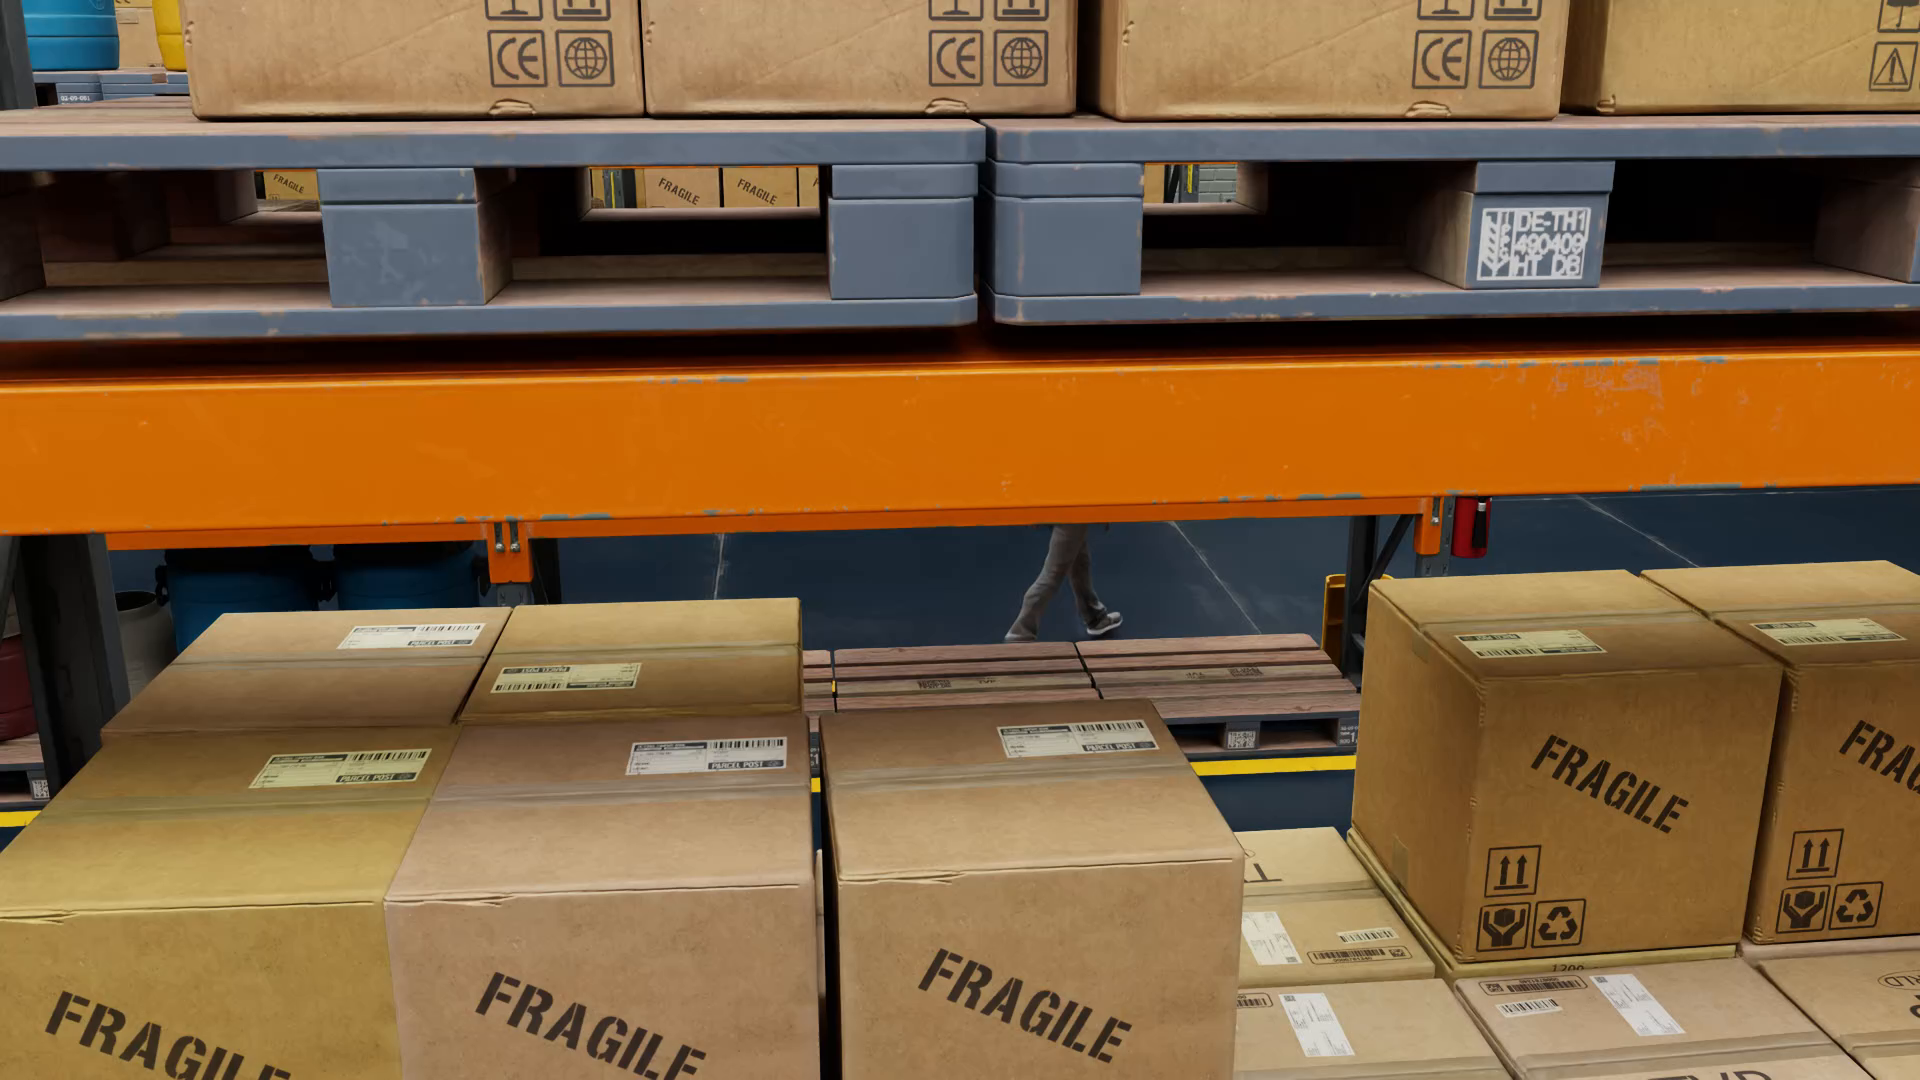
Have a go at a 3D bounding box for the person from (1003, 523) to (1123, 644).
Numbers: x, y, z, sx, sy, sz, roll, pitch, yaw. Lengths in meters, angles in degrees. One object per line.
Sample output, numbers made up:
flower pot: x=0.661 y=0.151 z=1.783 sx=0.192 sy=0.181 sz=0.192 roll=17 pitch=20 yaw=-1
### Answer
person: x=0.589 y=-0.162 z=8.559 sx=0.921 sy=1.524 sz=0.417 roll=-11 pitch=20 yaw=-33
